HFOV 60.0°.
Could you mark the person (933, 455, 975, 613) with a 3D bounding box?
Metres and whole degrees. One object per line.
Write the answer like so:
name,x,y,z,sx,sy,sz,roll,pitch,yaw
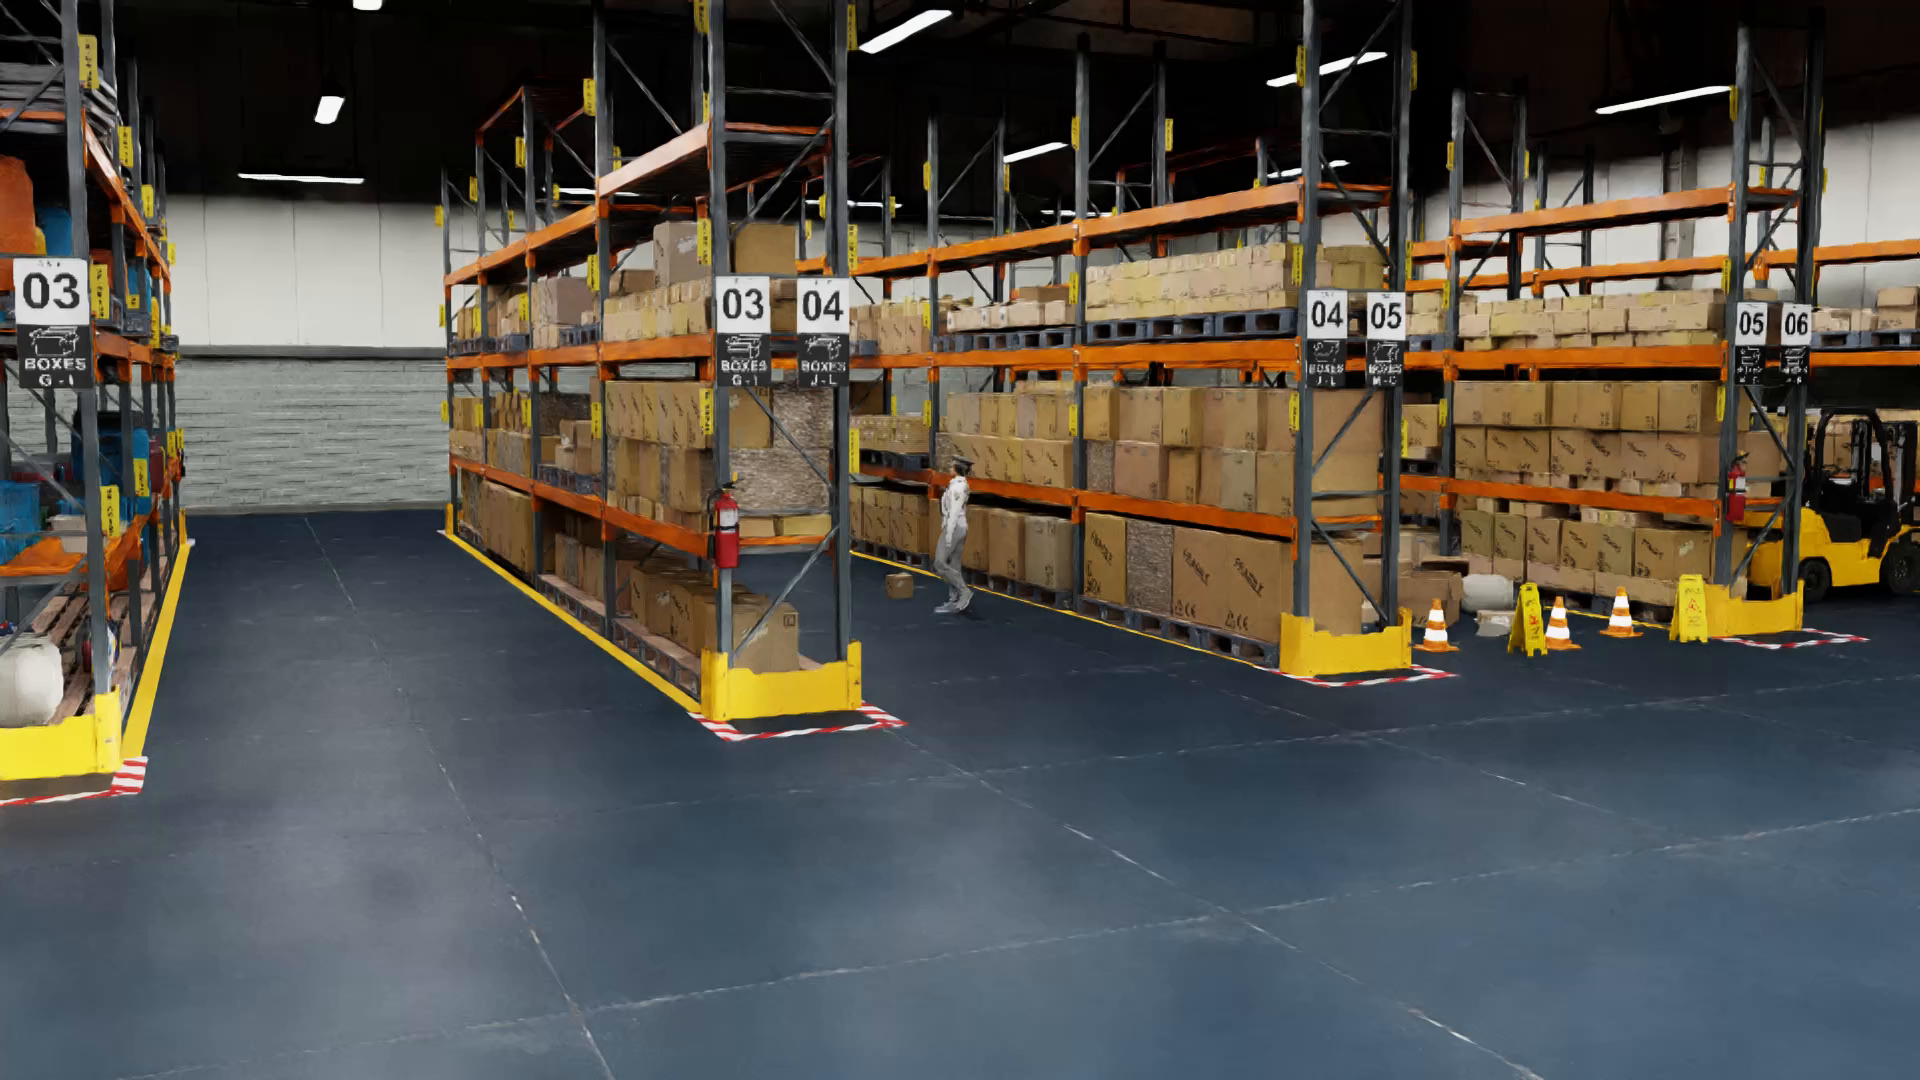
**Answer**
person,-0.059,-0.066,17.646,0.432,1.669,0.554,1,6,6
